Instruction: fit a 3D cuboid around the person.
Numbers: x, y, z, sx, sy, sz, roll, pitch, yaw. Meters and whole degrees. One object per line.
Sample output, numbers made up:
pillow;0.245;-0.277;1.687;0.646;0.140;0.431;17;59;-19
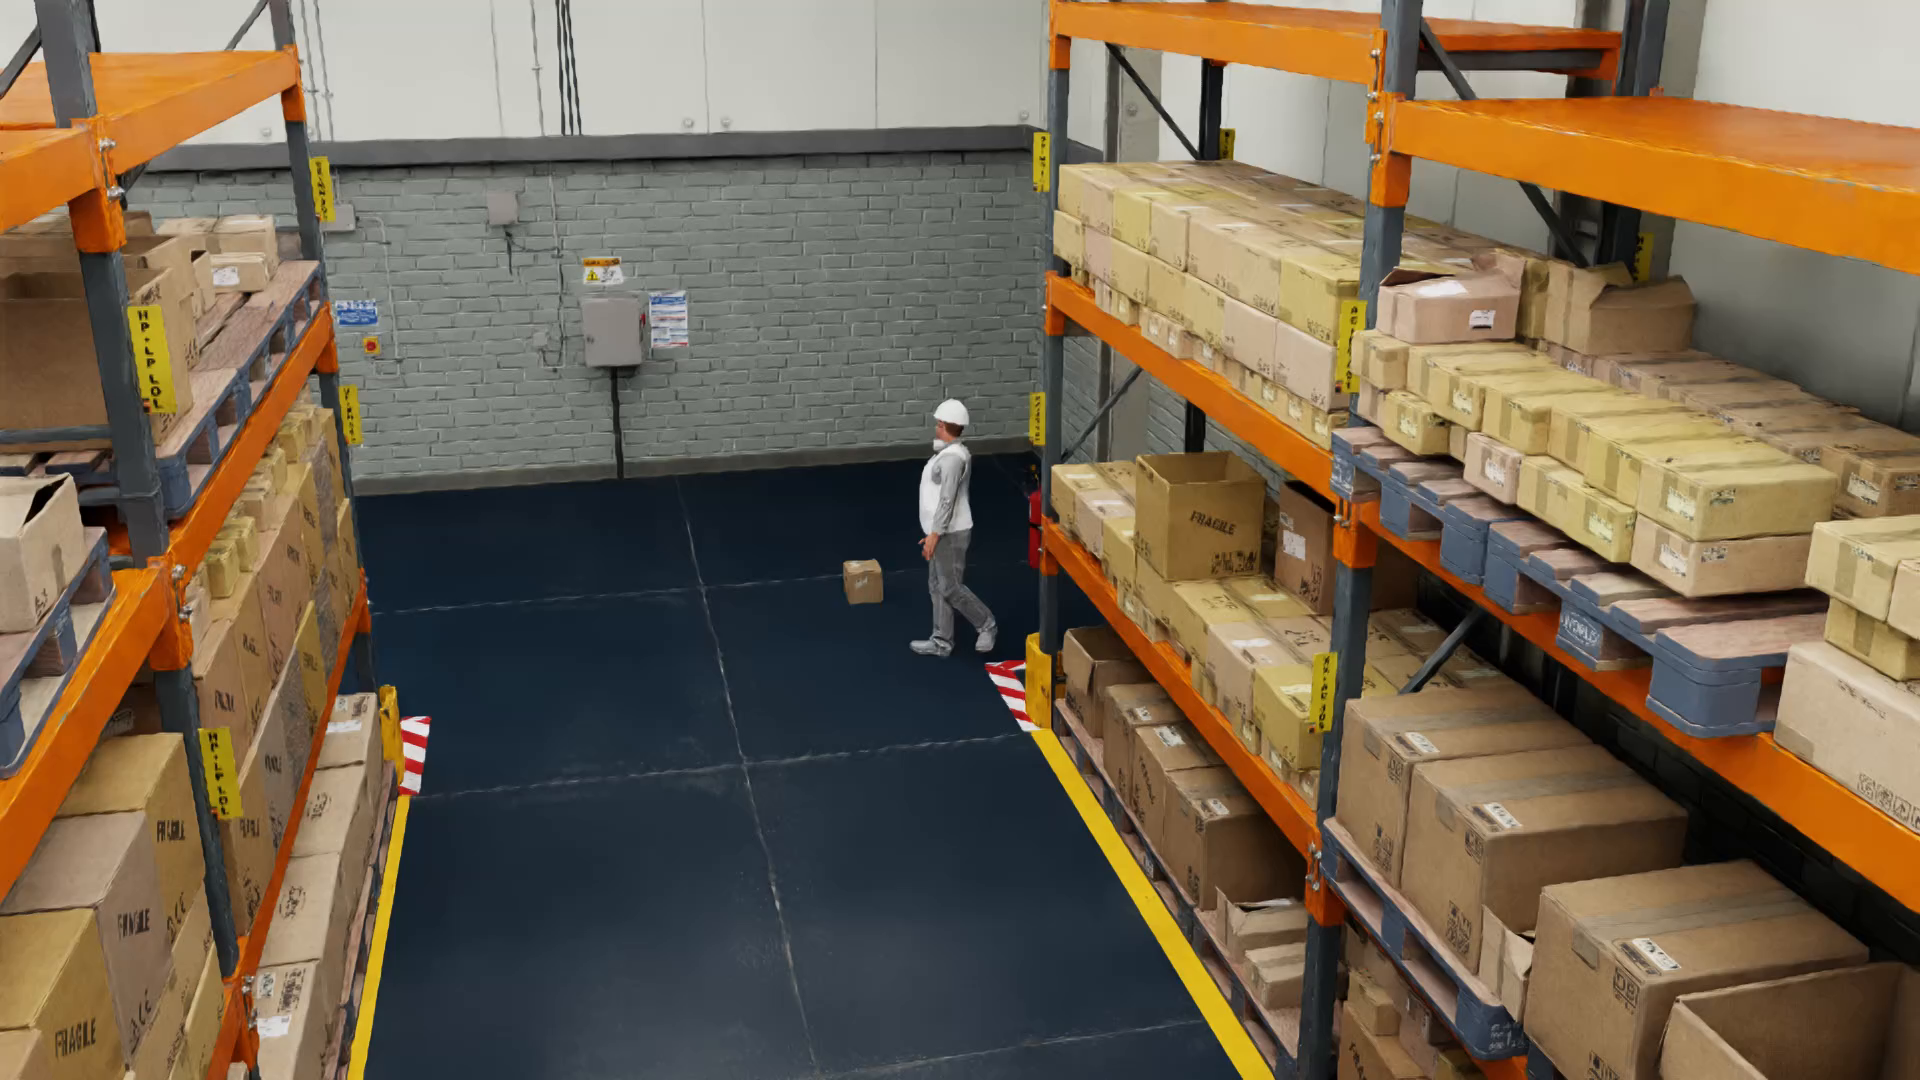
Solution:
person;-0.050;-0.076;11.288;0.614;1.744;0.575;-2;20;-7
